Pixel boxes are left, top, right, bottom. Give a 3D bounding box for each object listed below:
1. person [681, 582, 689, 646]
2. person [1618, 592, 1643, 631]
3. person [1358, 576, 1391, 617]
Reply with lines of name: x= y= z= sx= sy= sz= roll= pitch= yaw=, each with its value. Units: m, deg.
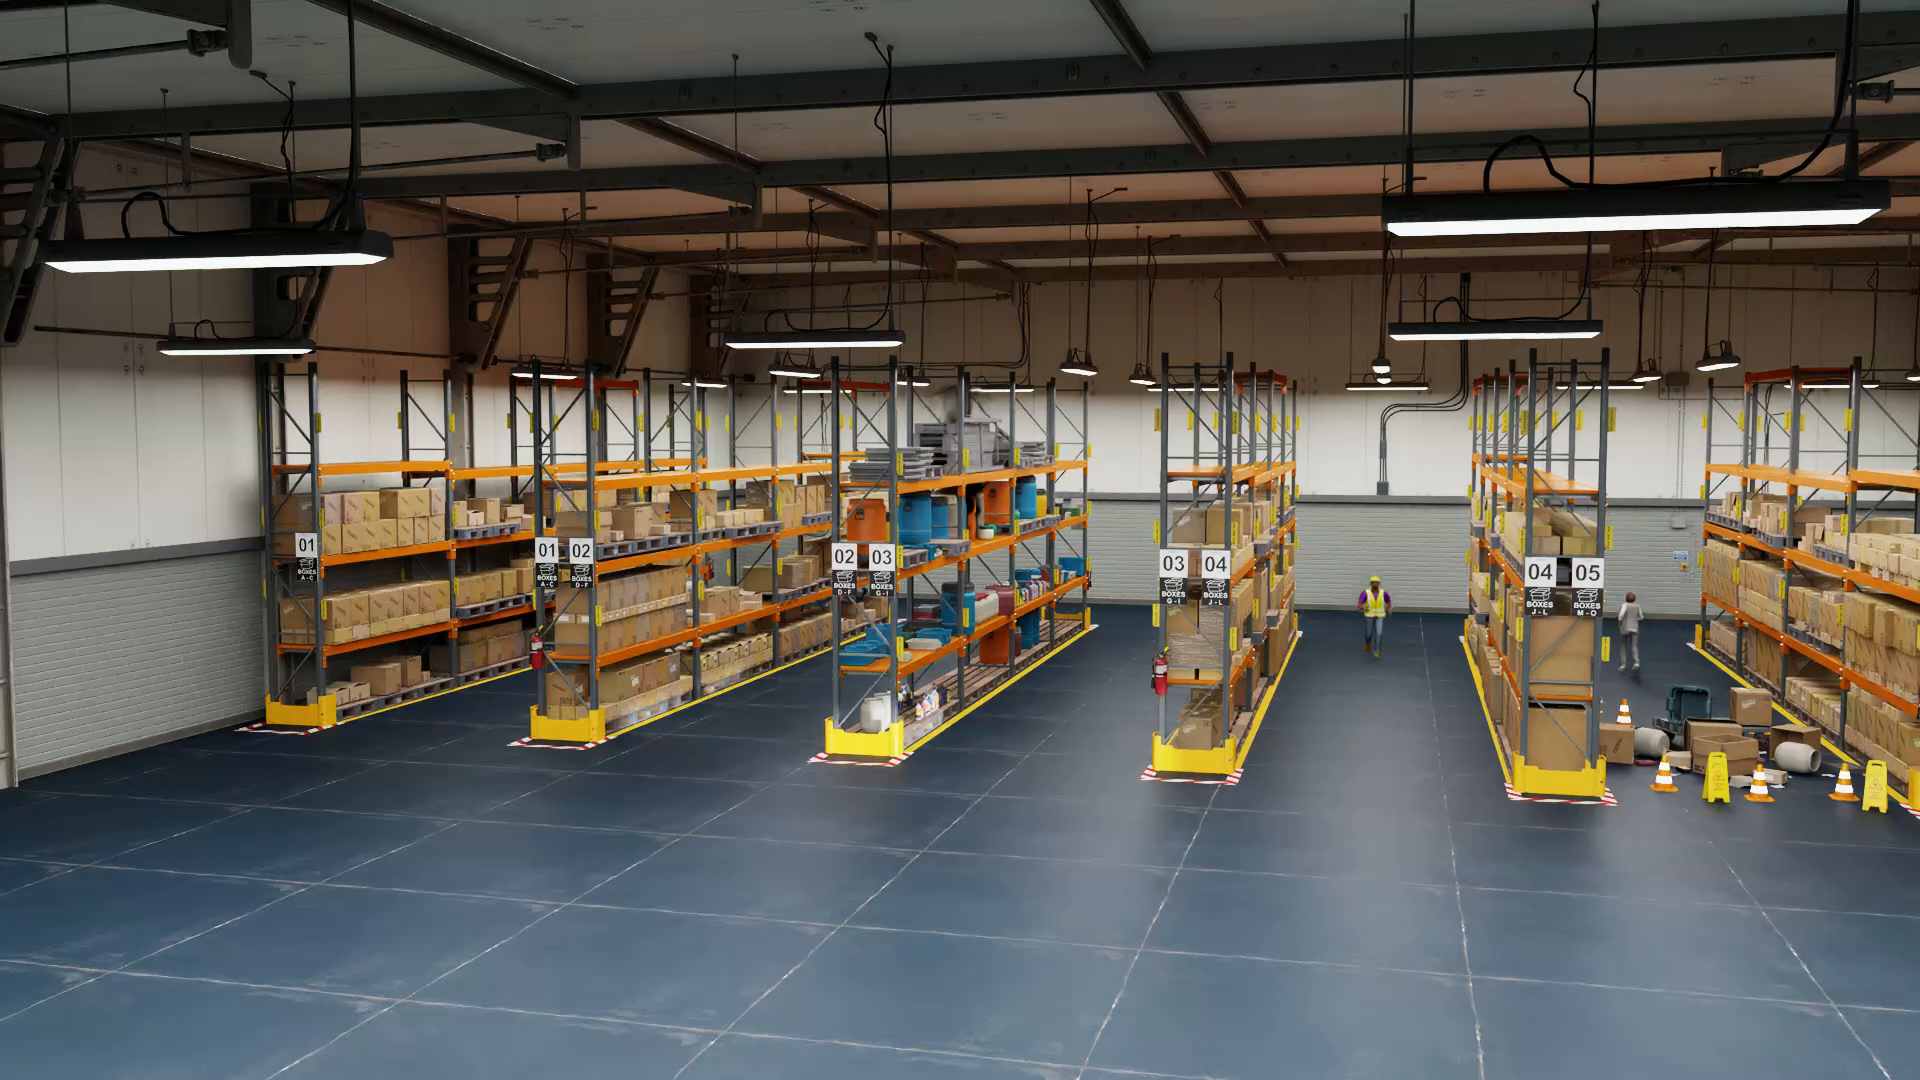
person: x=-6.243 y=1.557 z=37.212 sx=0.690 sy=1.685 sz=0.722 roll=1 pitch=4 yaw=12
person: x=13.386 y=1.429 z=33.249 sx=0.551 sy=0.797 sz=0.579 roll=0 pitch=4 yaw=5
person: x=8.853 y=1.209 z=35.419 sx=0.714 sy=0.855 sz=0.508 roll=1 pitch=4 yaw=7
